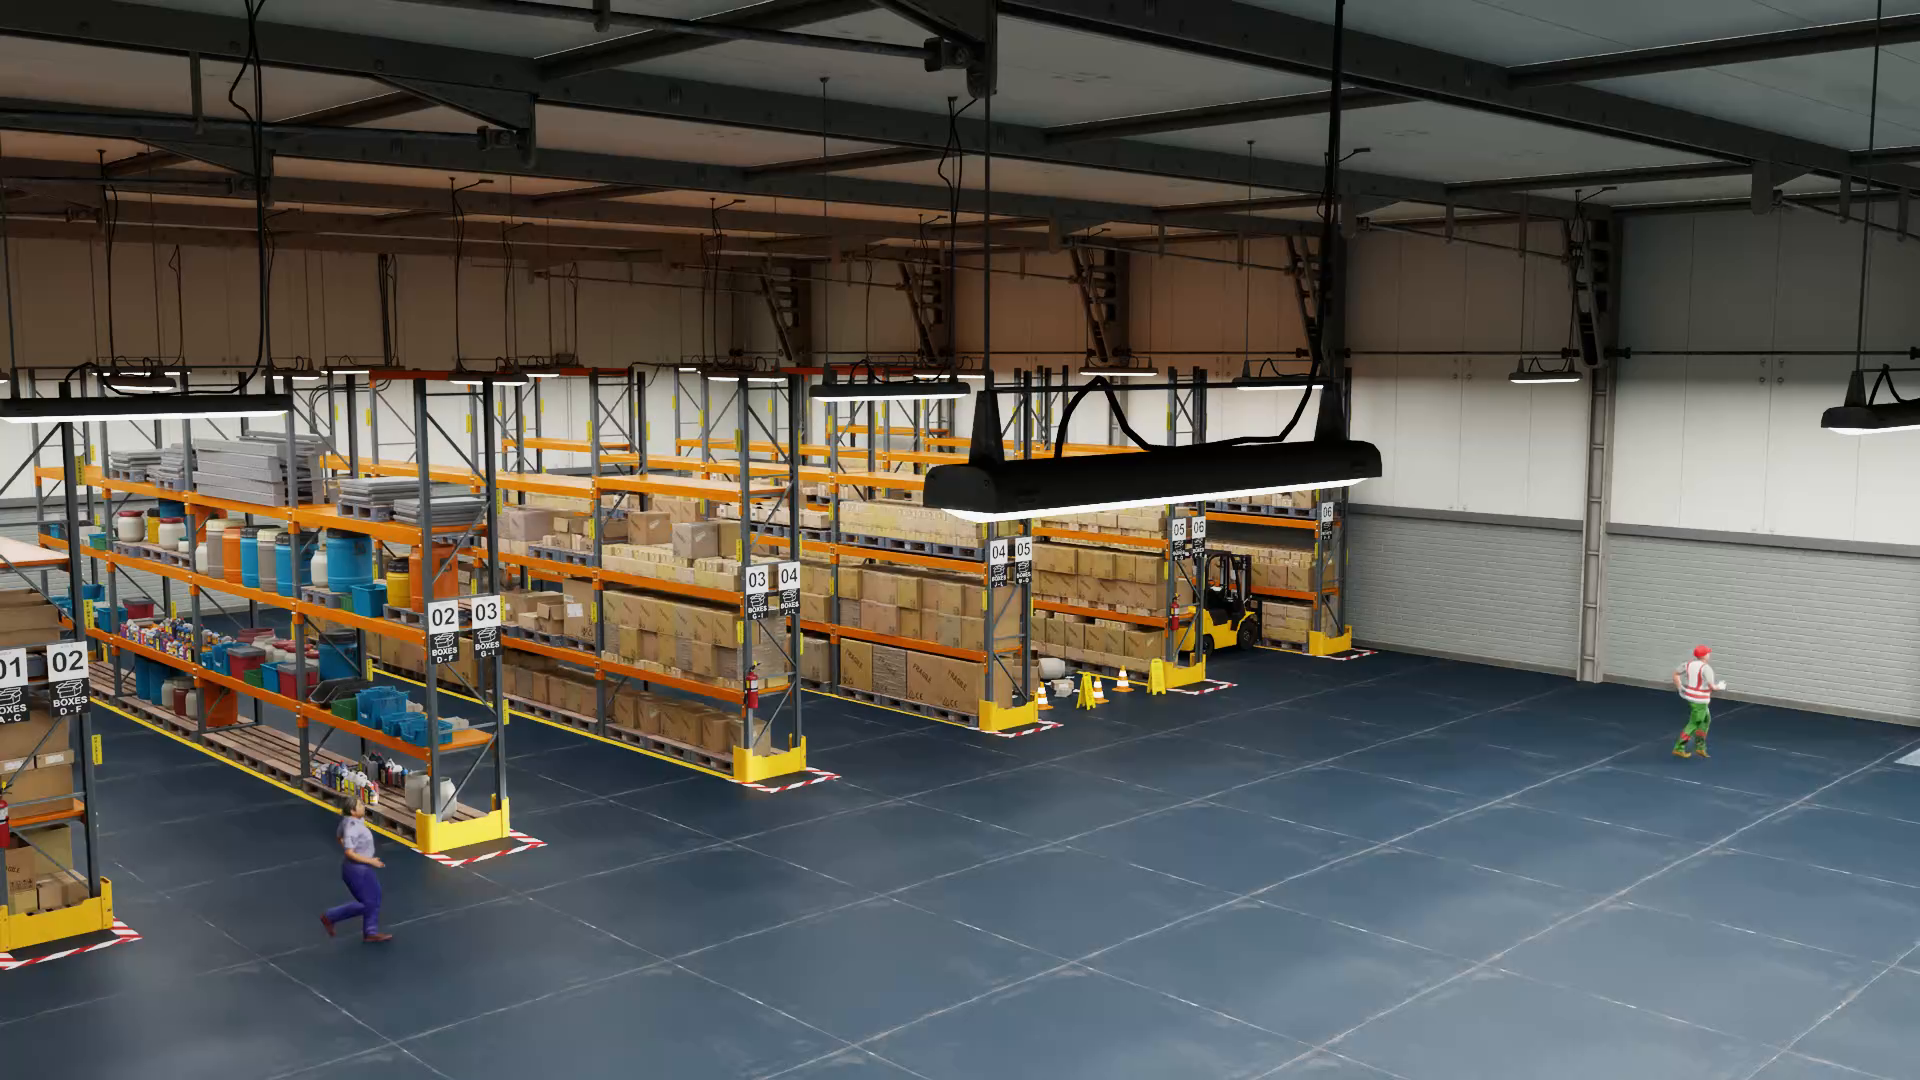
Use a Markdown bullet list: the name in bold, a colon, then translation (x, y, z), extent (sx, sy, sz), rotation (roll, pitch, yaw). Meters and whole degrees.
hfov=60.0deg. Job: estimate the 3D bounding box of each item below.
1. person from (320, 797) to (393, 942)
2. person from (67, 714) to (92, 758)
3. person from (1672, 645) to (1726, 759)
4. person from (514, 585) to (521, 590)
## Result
- **person**: translation (-6.486, 3.536, 17.790), extent (0.727, 1.612, 0.616), rotation (-3, 7, -23)
- **person**: translation (-13.656, 2.606, 25.614), extent (0.714, 1.756, 0.556), rotation (5, 8, 37)
- **person**: translation (11.461, 2.537, 25.809), extent (0.788, 1.836, 0.637), rotation (-1, 6, -7)
- **person**: translation (-9.018, 1.717, 33.930), extent (0.634, 1.625, 0.576), rotation (6, 9, 43)
